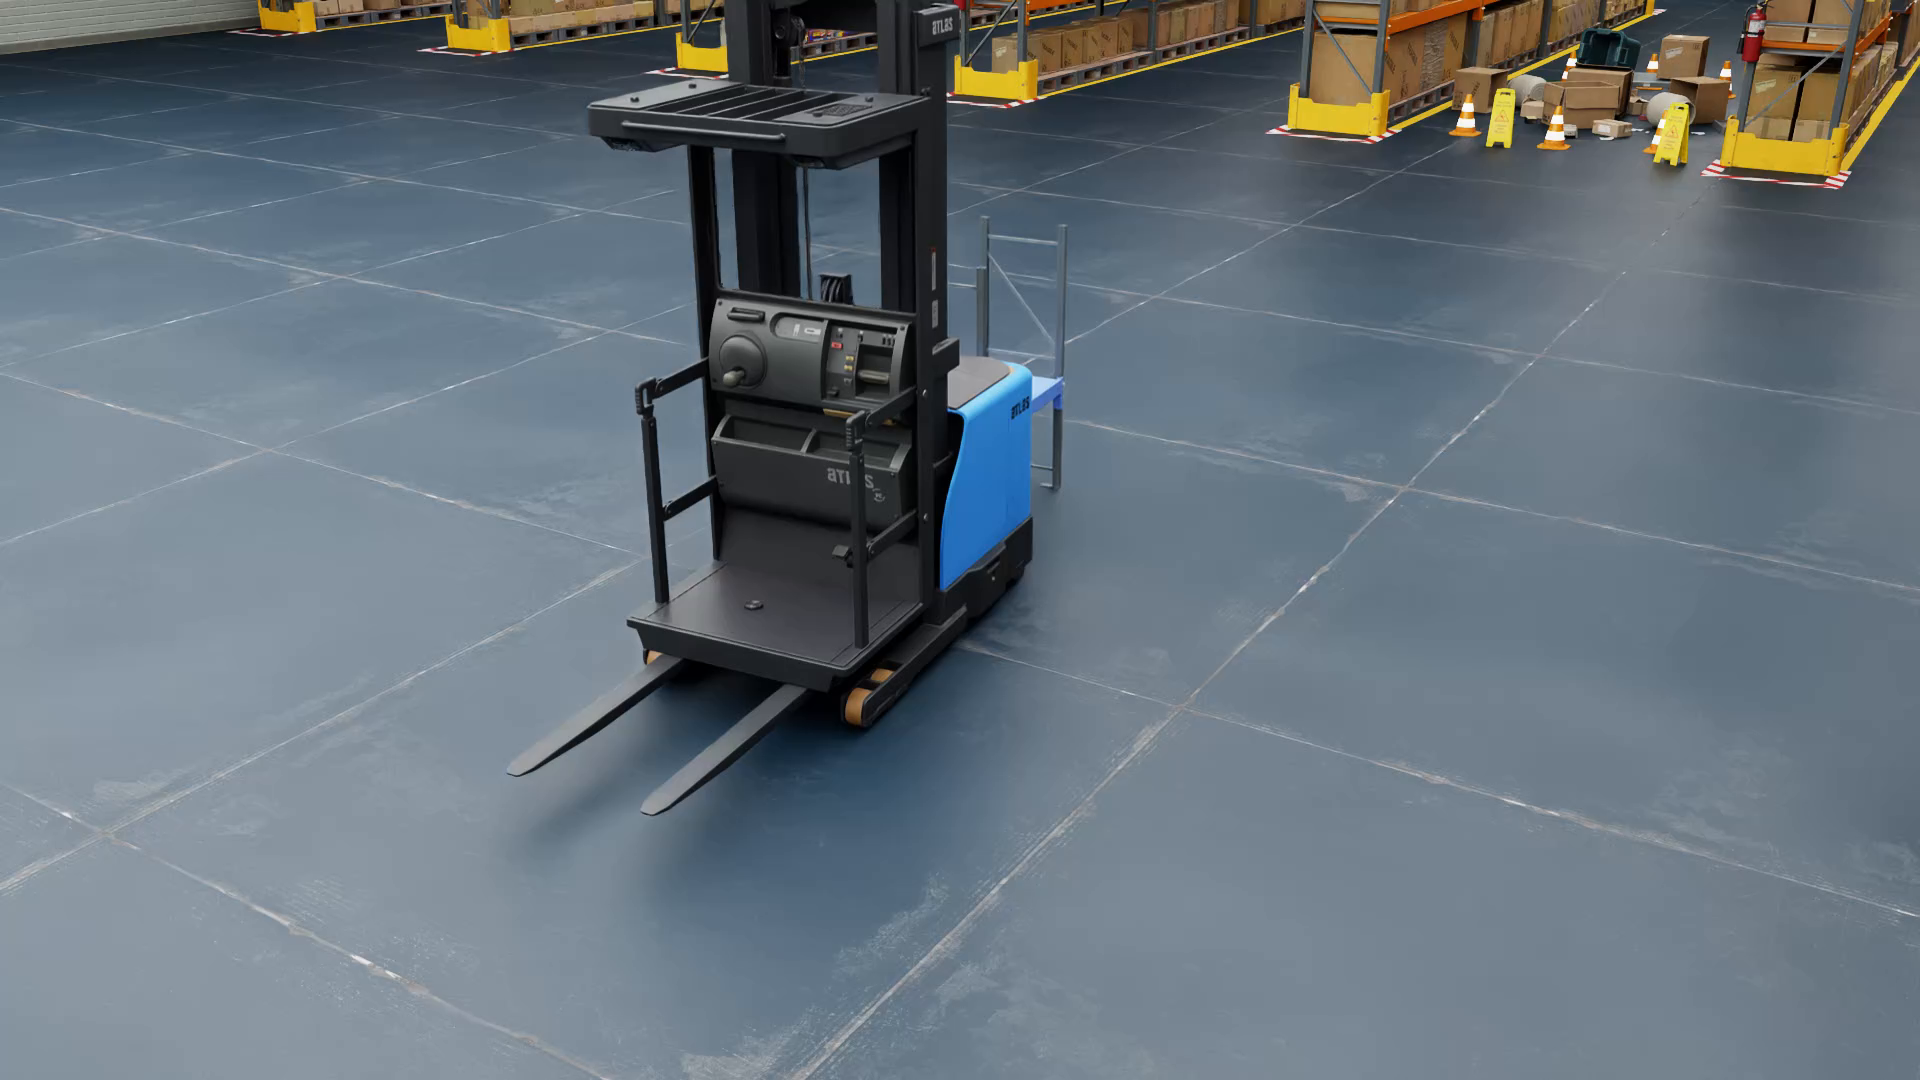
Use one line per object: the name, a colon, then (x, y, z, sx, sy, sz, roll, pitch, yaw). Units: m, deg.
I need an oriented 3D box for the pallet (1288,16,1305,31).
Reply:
pallet: (5.794, -9.551, 30.546, 1.003, 0.211, 1.213, 14, 27, 29)

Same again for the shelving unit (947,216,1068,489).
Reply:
shelving unit: (0.120, -0.845, 8.813, 0.538, 1.500, 1.048, 11, 26, 24)

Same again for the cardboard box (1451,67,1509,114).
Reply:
cardboard box: (6.773, -5.862, 21.658, 0.500, 0.500, 0.500, 20, 30, 38)

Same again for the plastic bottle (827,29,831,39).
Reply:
plastic bottle: (-2.143, -8.225, 26.941, 0.097, 0.201, 0.097, 0, 23, 0)

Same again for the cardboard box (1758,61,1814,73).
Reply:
cardboard box: (9.342, -5.170, 18.906, 0.500, 0.500, 0.500, 15, 28, 31)

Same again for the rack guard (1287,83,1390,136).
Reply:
rack guard: (4.598, -5.241, 20.228, 1.175, 0.500, 0.348, 14, 27, 29)

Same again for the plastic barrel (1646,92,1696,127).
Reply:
plastic barrel: (8.672, -5.225, 20.288, 0.421, 0.421, 0.512, -7, 24, -17)

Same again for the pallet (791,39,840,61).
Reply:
pallet: (-2.680, -7.947, 26.842, 1.003, 0.211, 1.213, 14, 27, 29)

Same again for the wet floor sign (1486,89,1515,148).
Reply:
wet floor sign: (6.277, -4.891, 19.237, 0.267, 0.644, 0.232, 9, 25, 20)

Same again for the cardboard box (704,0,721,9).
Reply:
cardboard box: (-4.889, -10.260, 31.607, 0.500, 0.250, 0.500, 13, 27, 27)

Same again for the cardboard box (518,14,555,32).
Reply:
cardboard box: (-7.232, -8.782, 28.193, 0.500, 0.250, 0.500, 14, 27, 29)

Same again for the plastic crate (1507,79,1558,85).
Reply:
plastic crate: (7.742, -6.149, 22.646, 0.662, 0.188, 0.450, -12, 16, -26)

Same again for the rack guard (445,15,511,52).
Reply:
rack guard: (-7.977, -8.392, 27.506, 1.175, 0.500, 0.348, 14, 27, 29)

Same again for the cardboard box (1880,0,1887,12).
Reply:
cardboard box: (10.420, -6.372, 19.194, 0.500, 0.500, 0.500, 15, 27, 30)

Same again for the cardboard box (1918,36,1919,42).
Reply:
cardboard box: (14.940, -8.435, 26.605, 0.875, 0.875, 0.875, 15, 27, 31)

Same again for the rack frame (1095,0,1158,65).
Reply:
rack frame: (2.560, -8.820, 25.348, 1.000, 3.000, 0.127, 14, 27, 29)

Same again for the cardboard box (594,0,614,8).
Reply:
cardboard box: (-6.447, -9.634, 29.217, 0.500, 0.500, 0.500, 14, 27, 29)

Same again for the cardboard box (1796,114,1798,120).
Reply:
cardboard box: (9.347, -4.827, 19.056, 0.500, 0.250, 0.500, 14, 27, 29)

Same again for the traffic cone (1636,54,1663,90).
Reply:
traffic cone: (9.747, -6.598, 23.410, 0.336, 0.463, 0.334, 14, 27, 29)

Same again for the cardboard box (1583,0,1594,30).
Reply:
cardboard box: (10.493, -9.017, 28.420, 0.500, 0.500, 0.500, 13, 27, 28)

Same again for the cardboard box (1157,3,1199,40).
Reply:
cardboard box: (3.464, -8.423, 27.025, 0.700, 0.500, 0.500, 11, 26, 24)

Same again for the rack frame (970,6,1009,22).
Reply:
rack frame: (0.462, -11.208, 30.864, 1.000, 3.000, 0.127, 14, 27, 29)

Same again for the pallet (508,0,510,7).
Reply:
pallet: (-9.655, -10.918, 33.703, 1.003, 0.211, 1.213, 14, 27, 29)

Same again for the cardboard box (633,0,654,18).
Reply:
cardboard box: (-5.913, -9.626, 30.142, 0.500, 0.250, 0.500, 14, 27, 29)

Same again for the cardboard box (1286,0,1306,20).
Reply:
cardboard box: (5.528, -9.916, 30.025, 1.225, 0.875, 0.875, 14, 27, 29)

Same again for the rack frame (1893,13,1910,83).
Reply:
rack frame: (13.089, -8.093, 23.670, 1.000, 3.000, 0.127, 14, 27, 29)

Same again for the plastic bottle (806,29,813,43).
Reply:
plastic bottle: (-2.402, -8.082, 26.510, 0.061, 0.283, 0.133, 14, 27, 30)

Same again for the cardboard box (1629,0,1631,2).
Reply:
cardboard box: (12.328, -10.144, 31.092, 0.380, 0.149, 0.250, 15, 28, 32)

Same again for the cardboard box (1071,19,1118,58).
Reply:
cardboard box: (2.019, -7.544, 25.019, 0.500, 0.500, 0.500, -18, 29, -36)

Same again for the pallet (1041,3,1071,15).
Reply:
pallet: (1.487, -10.613, 33.001, 1.003, 0.211, 1.213, 14, 27, 29)

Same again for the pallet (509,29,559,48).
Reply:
pallet: (-7.596, -8.535, 28.199, 1.003, 0.211, 1.213, 14, 27, 29)

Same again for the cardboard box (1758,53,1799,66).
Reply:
cardboard box: (9.207, -5.429, 18.687, 0.380, 0.149, 0.250, 15, 27, 30)

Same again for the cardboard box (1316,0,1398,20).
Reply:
cardboard box: (4.768, -6.600, 20.031, 0.875, 0.550, 0.550, 14, 27, 29)

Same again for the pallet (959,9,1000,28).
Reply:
pallet: (0.020, -9.675, 30.833, 1.003, 0.211, 1.213, 14, 27, 29)

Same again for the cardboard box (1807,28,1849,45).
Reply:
cardboard box: (9.224, -5.349, 17.647, 0.380, 0.149, 0.250, 14, 27, 29)

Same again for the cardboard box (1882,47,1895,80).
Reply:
cardboard box: (12.400, -6.641, 23.093, 0.950, 0.372, 0.625, 13, 27, 28)

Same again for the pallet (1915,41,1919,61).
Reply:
pallet: (14.856, -7.887, 26.704, 1.003, 0.211, 1.213, 14, 27, 29)

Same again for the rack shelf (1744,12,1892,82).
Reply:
rack shelf: (9.924, -5.738, 19.135, 1.077, 0.370, 4.000, 14, 27, 29)

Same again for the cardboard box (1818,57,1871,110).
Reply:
cardboard box: (10.085, -5.236, 19.057, 0.500, 0.500, 0.500, 14, 27, 30)

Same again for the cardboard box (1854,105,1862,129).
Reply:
cardboard box: (10.082, -4.896, 19.216, 0.500, 0.250, 0.500, 16, 28, 32)

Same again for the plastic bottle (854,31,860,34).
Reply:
plastic bottle: (-1.743, -8.566, 27.543, 0.144, 0.351, 0.185, 13, 27, 28)

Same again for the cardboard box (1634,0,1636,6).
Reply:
cardboard box: (12.688, -10.281, 31.782, 0.380, 0.149, 0.250, 14, 27, 29)

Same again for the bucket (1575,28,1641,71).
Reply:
bucket: (8.607, -6.413, 21.995, 0.620, 0.611, 0.726, -6, 22, -39)

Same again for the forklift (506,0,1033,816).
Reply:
forklift: (-0.734, -0.759, 6.814, 1.130, 2.935, 3.031, 11, 26, 24)

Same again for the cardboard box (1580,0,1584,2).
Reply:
cardboard box: (10.213, -9.180, 27.853, 0.500, 0.250, 0.500, 13, 26, 27)

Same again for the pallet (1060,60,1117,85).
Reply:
pallet: (1.593, -6.893, 24.407, 1.003, 0.211, 1.213, 14, 27, 29)

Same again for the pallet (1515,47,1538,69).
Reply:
pallet: (8.350, -7.567, 25.963, 1.003, 0.211, 1.213, 14, 27, 29)

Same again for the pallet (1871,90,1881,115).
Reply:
pallet: (11.388, -5.727, 21.713, 1.003, 0.211, 1.213, 14, 27, 29)

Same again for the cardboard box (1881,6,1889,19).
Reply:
cardboard box: (10.943, -6.370, 20.005, 0.380, 0.149, 0.250, 15, 27, 30)

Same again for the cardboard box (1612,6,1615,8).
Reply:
cardboard box: (11.724, -9.667, 30.365, 0.380, 0.149, 0.250, 13, 27, 28)

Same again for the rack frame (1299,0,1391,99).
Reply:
rack frame: (4.610, -6.396, 19.750, 1.000, 3.000, 0.127, 14, 27, 29)

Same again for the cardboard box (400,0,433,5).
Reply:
cardboard box: (-10.578, -10.630, 32.122, 0.500, 0.500, 0.500, 12, 26, 25)

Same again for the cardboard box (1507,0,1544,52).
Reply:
cardboard box: (8.433, -8.070, 25.919, 1.050, 0.750, 0.750, 13, 27, 28)
